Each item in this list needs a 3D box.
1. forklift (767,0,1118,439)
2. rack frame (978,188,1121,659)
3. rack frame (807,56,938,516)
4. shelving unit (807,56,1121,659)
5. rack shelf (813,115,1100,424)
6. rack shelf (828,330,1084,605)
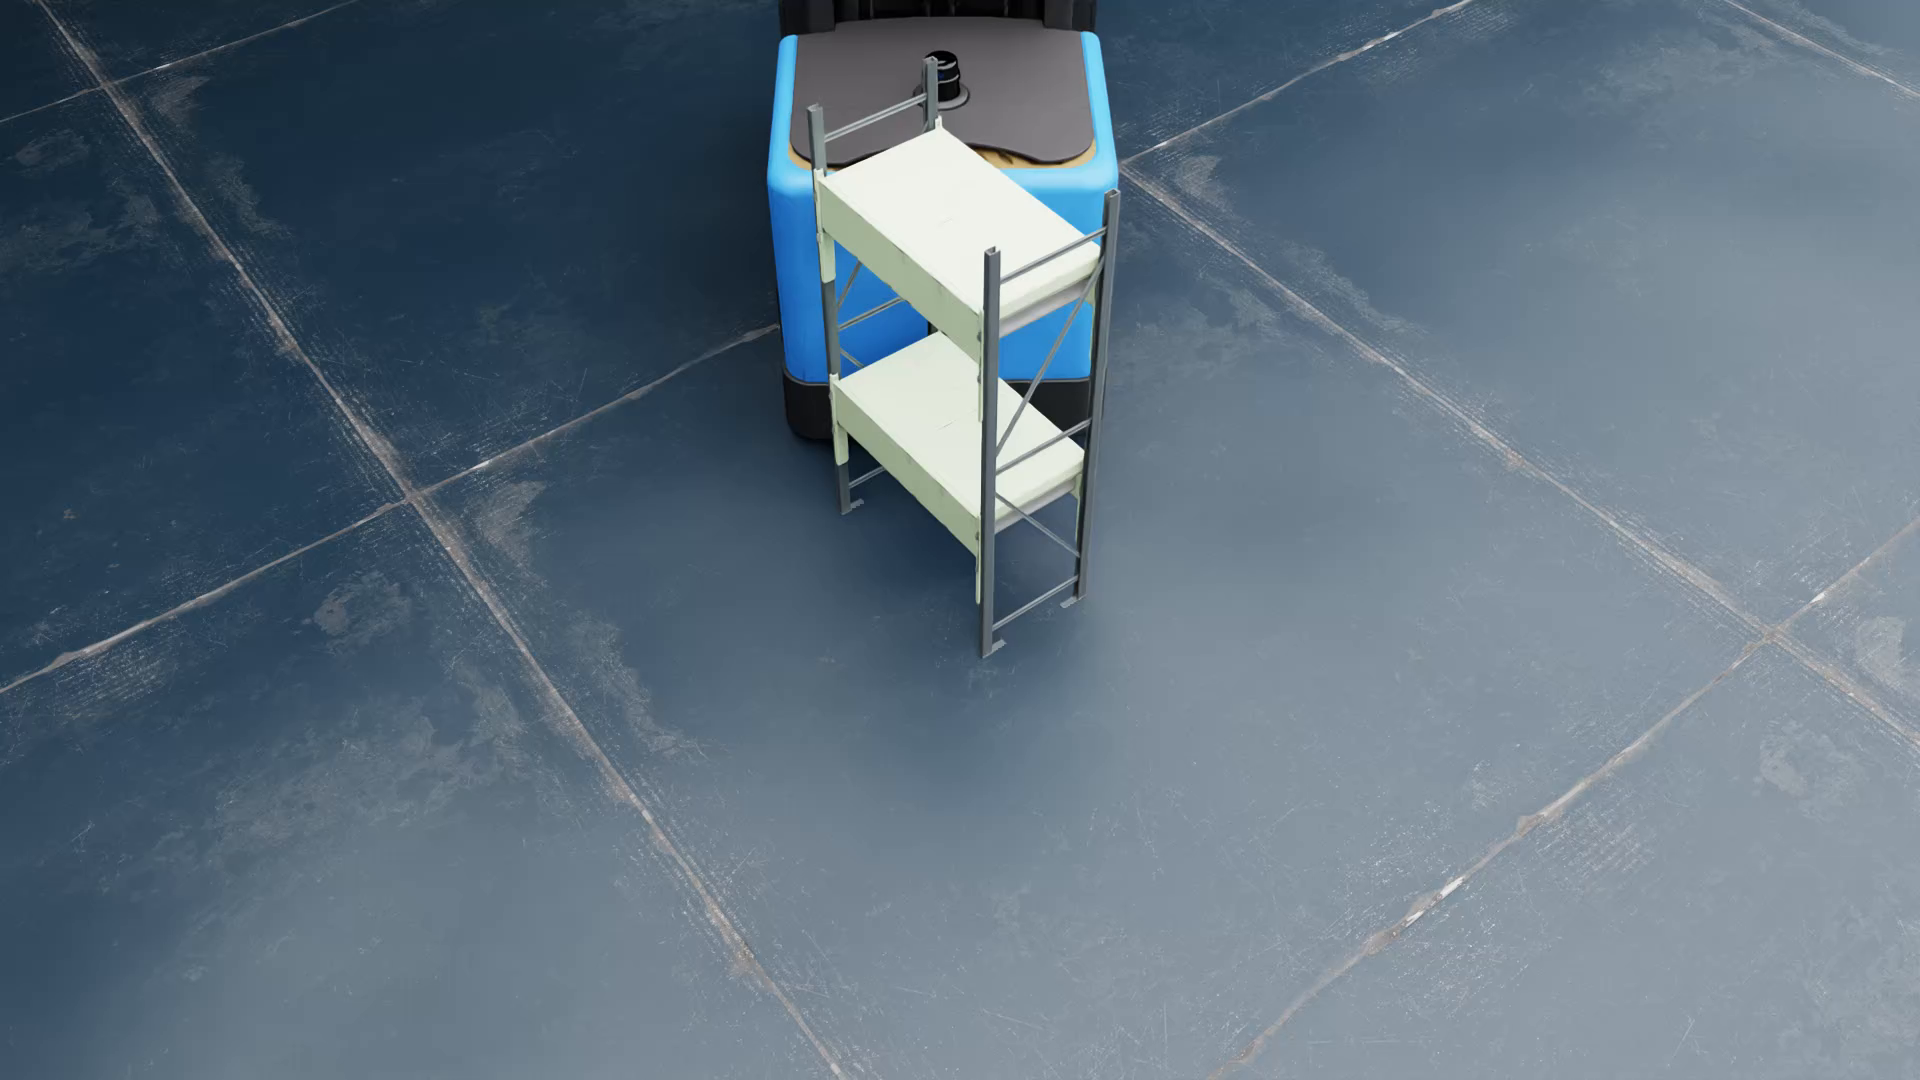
[{"bbox_3d":[-0.081,-2.395,5.443,1.130,2.935,3.031,-1,48,-1],"label":"forklift"},{"bbox_3d":[0.220,-0.246,4.460,0.400,1.500,0.023,-30,54,-24],"label":"rack frame"},{"bbox_3d":[-0.224,-0.677,4.851,0.400,1.500,0.023,-30,54,-24],"label":"rack frame"},{"bbox_3d":[-0.002,-0.461,4.656,0.431,1.500,0.755,-30,54,-24],"label":"shelving unit"},{"bbox_3d":[-0.002,-0.723,4.367,0.431,0.370,0.720,-30,54,-24],"label":"rack shelf"},{"bbox_3d":[-0.002,-0.242,4.897,0.431,0.370,0.720,-30,54,-24],"label":"rack shelf"}]
